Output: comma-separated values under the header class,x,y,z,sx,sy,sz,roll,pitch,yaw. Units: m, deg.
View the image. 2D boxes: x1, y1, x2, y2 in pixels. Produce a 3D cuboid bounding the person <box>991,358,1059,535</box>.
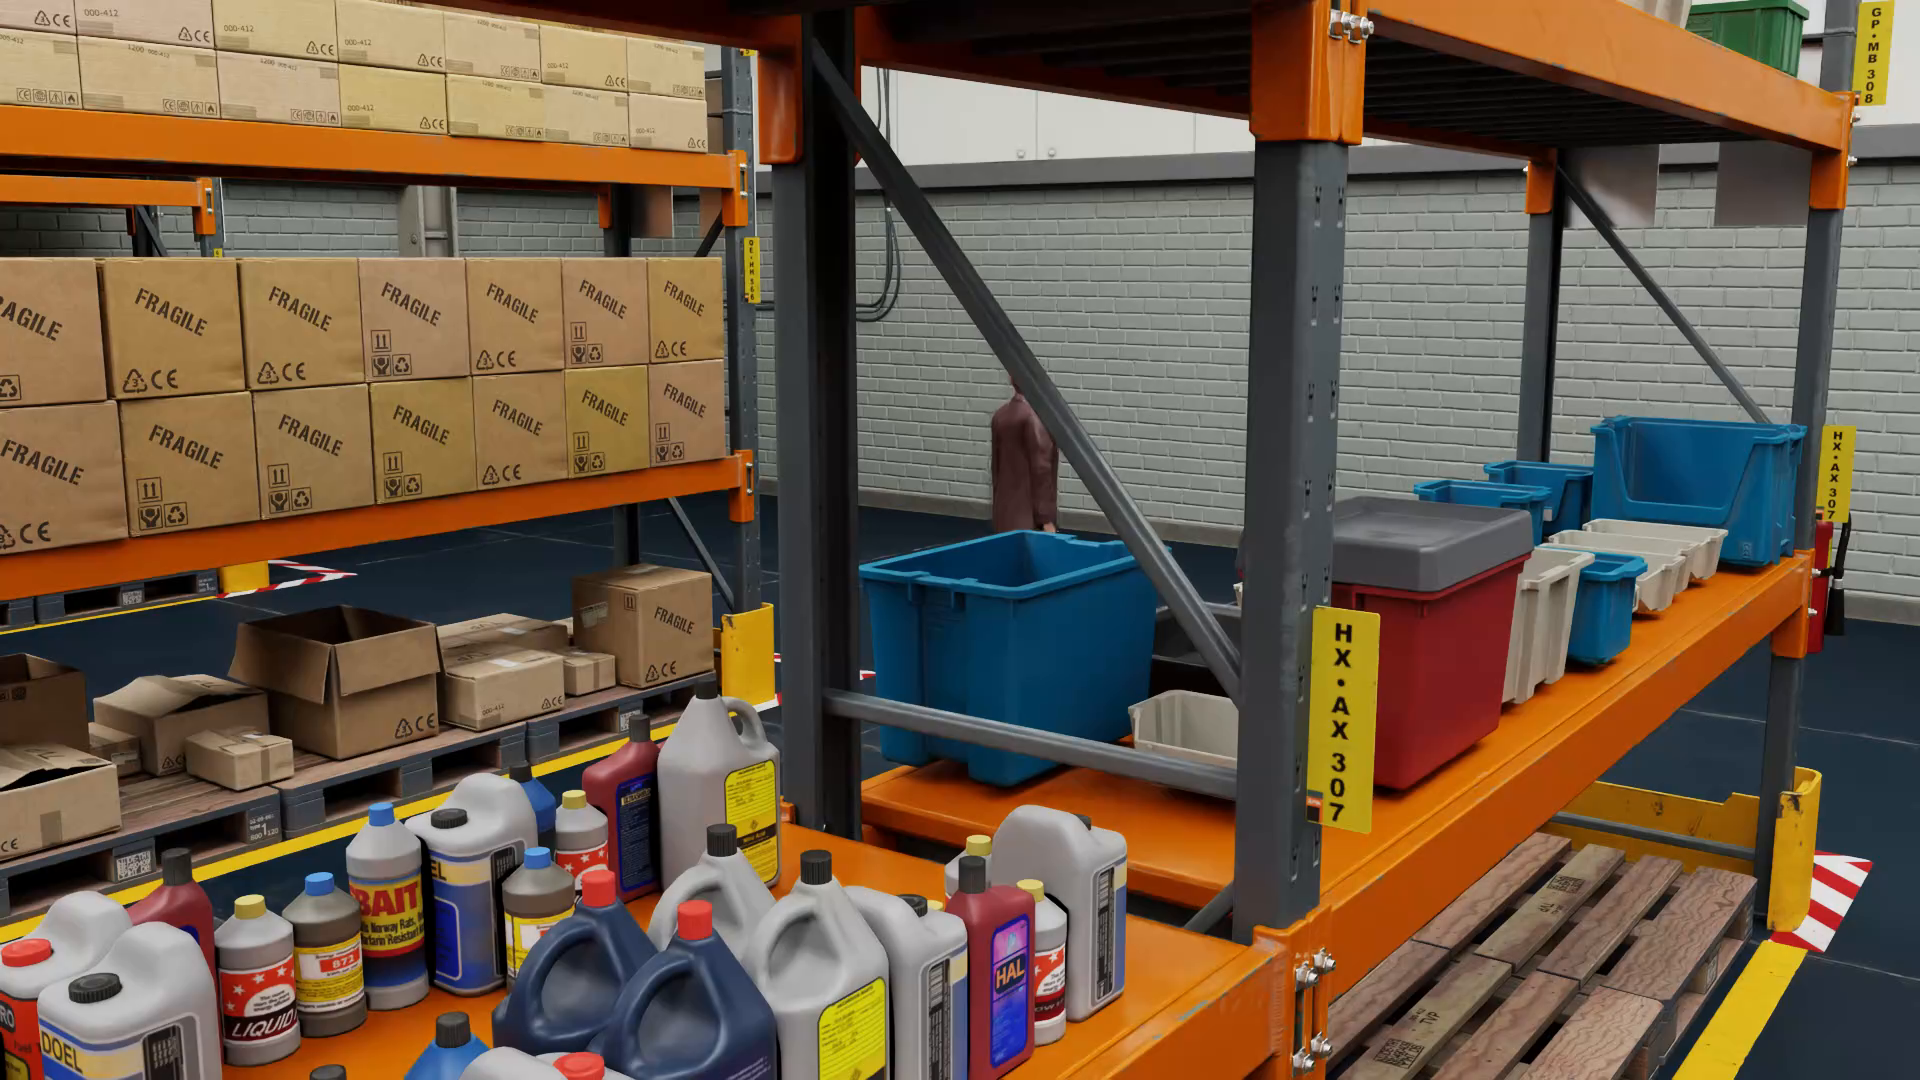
class,x,y,z,sx,sy,sz,roll,pitch,yaw
person,0.293,-0.094,8.955,0.748,1.773,0.612,-4,10,-20
